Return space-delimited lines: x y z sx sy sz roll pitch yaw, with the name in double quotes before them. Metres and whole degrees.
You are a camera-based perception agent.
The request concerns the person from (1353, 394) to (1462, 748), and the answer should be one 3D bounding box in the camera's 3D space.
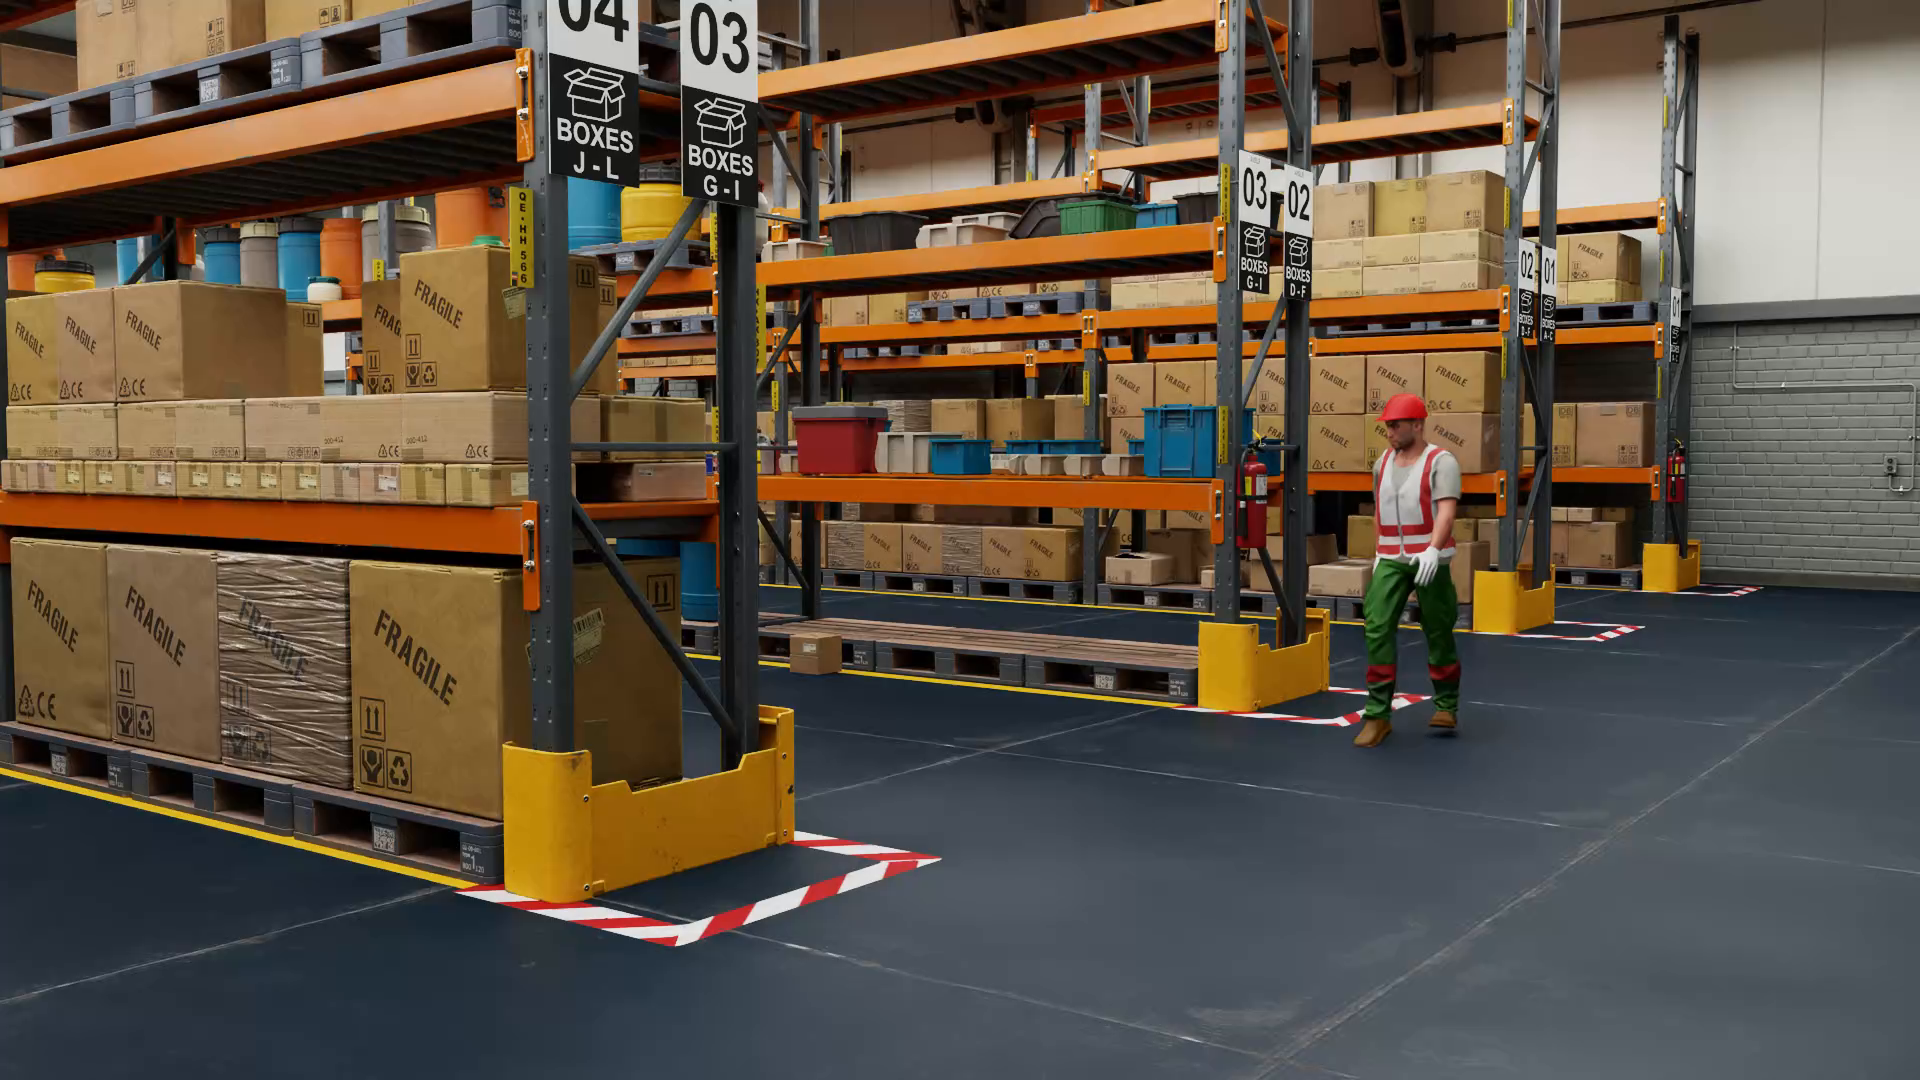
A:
"person" 2.308 0.149 8.582 0.554 1.805 0.812 3 4 42
